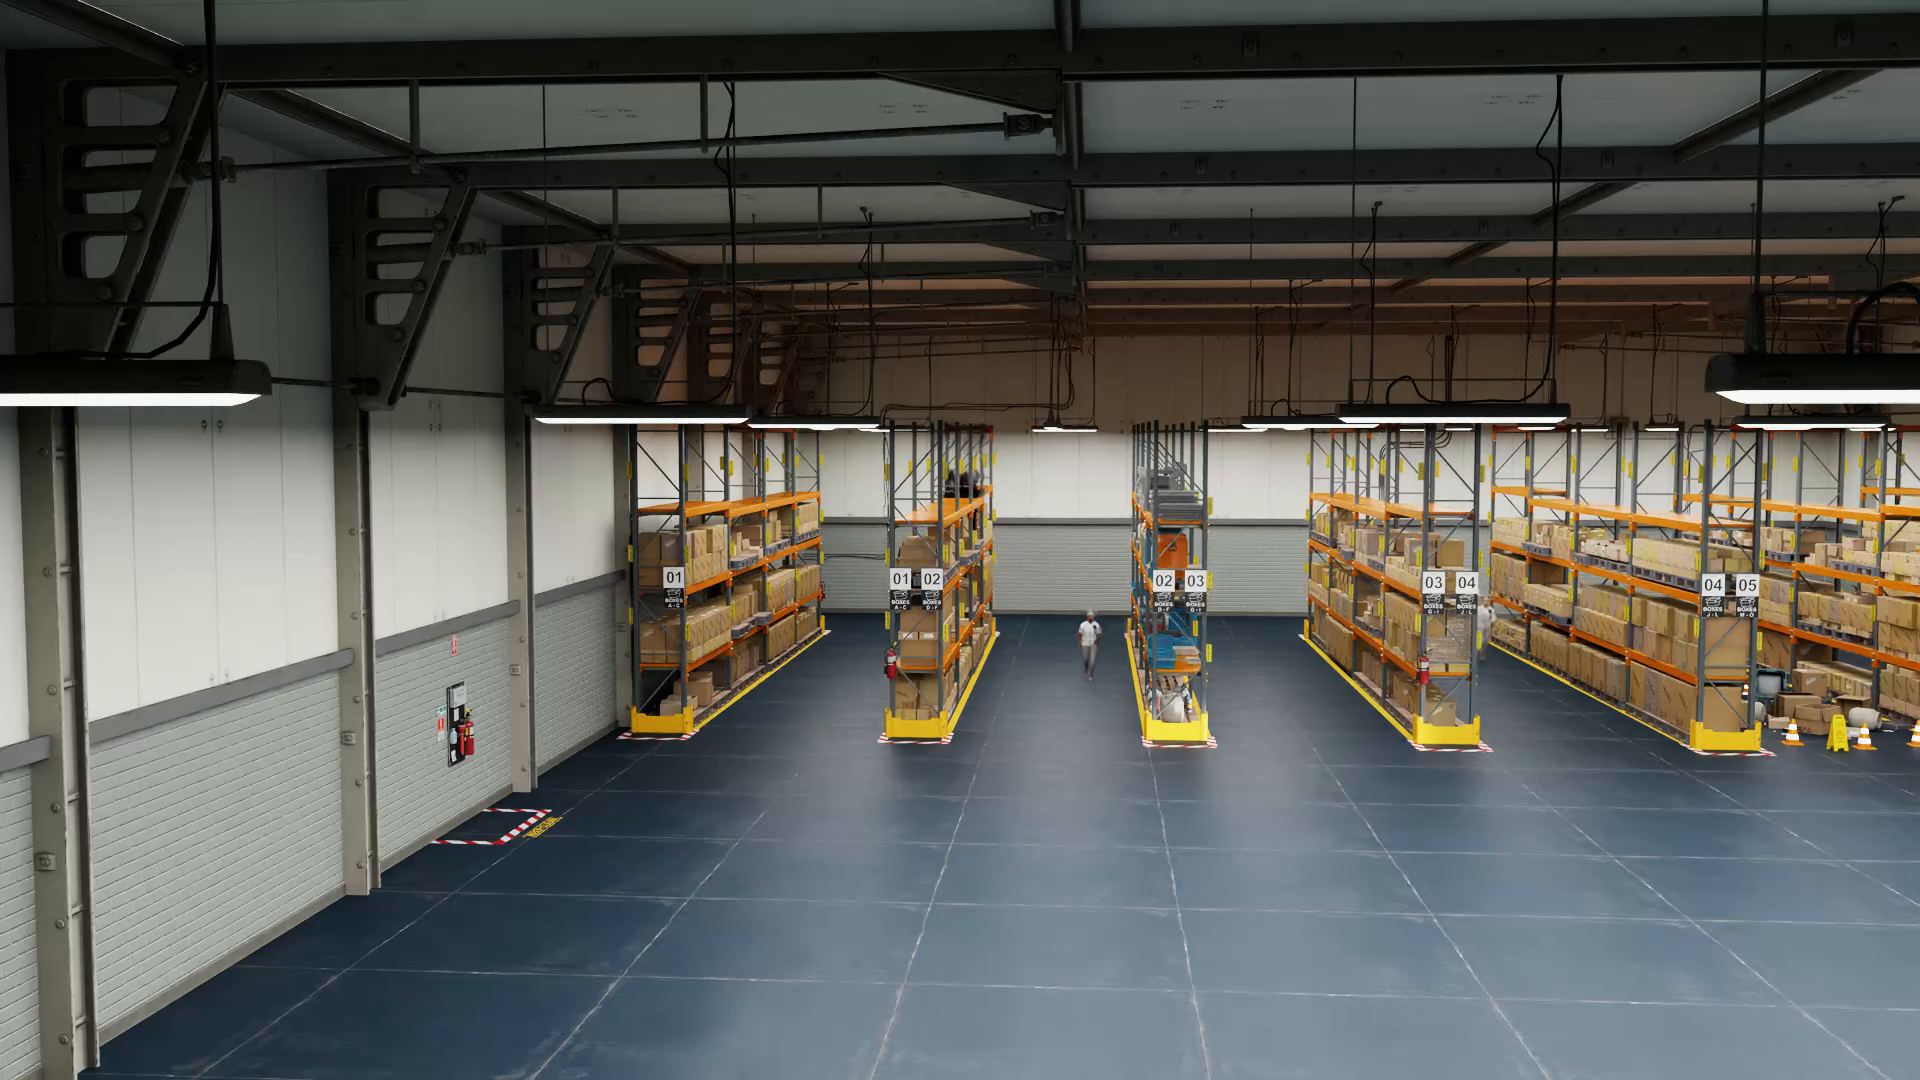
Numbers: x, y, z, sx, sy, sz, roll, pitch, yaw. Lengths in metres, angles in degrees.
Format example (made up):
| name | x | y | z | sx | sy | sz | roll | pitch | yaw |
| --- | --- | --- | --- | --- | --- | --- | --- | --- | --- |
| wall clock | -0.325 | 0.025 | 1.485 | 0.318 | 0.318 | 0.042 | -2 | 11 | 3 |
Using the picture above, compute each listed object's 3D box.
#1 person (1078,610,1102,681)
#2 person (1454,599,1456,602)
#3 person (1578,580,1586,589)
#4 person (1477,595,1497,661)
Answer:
| name | x | y | z | sx | sy | sz | roll | pitch | yaw |
| --- | --- | --- | --- | --- | --- | --- | --- | --- | --- |
| person | 3.028 | 2.455 | 38.751 | 0.582 | 1.660 | 0.555 | 0 | 4 | 5 |
| person | 14.402 | 1.944 | 47.459 | 0.749 | 1.654 | 0.753 | -1 | 4 | -15 |
| person | 16.890 | 1.993 | 45.059 | 0.668 | 1.811 | 1.186 | 0 | 4 | 5 |
| person | 13.232 | 2.226 | 41.971 | 0.578 | 1.677 | 0.747 | 0 | 4 | 4 |
